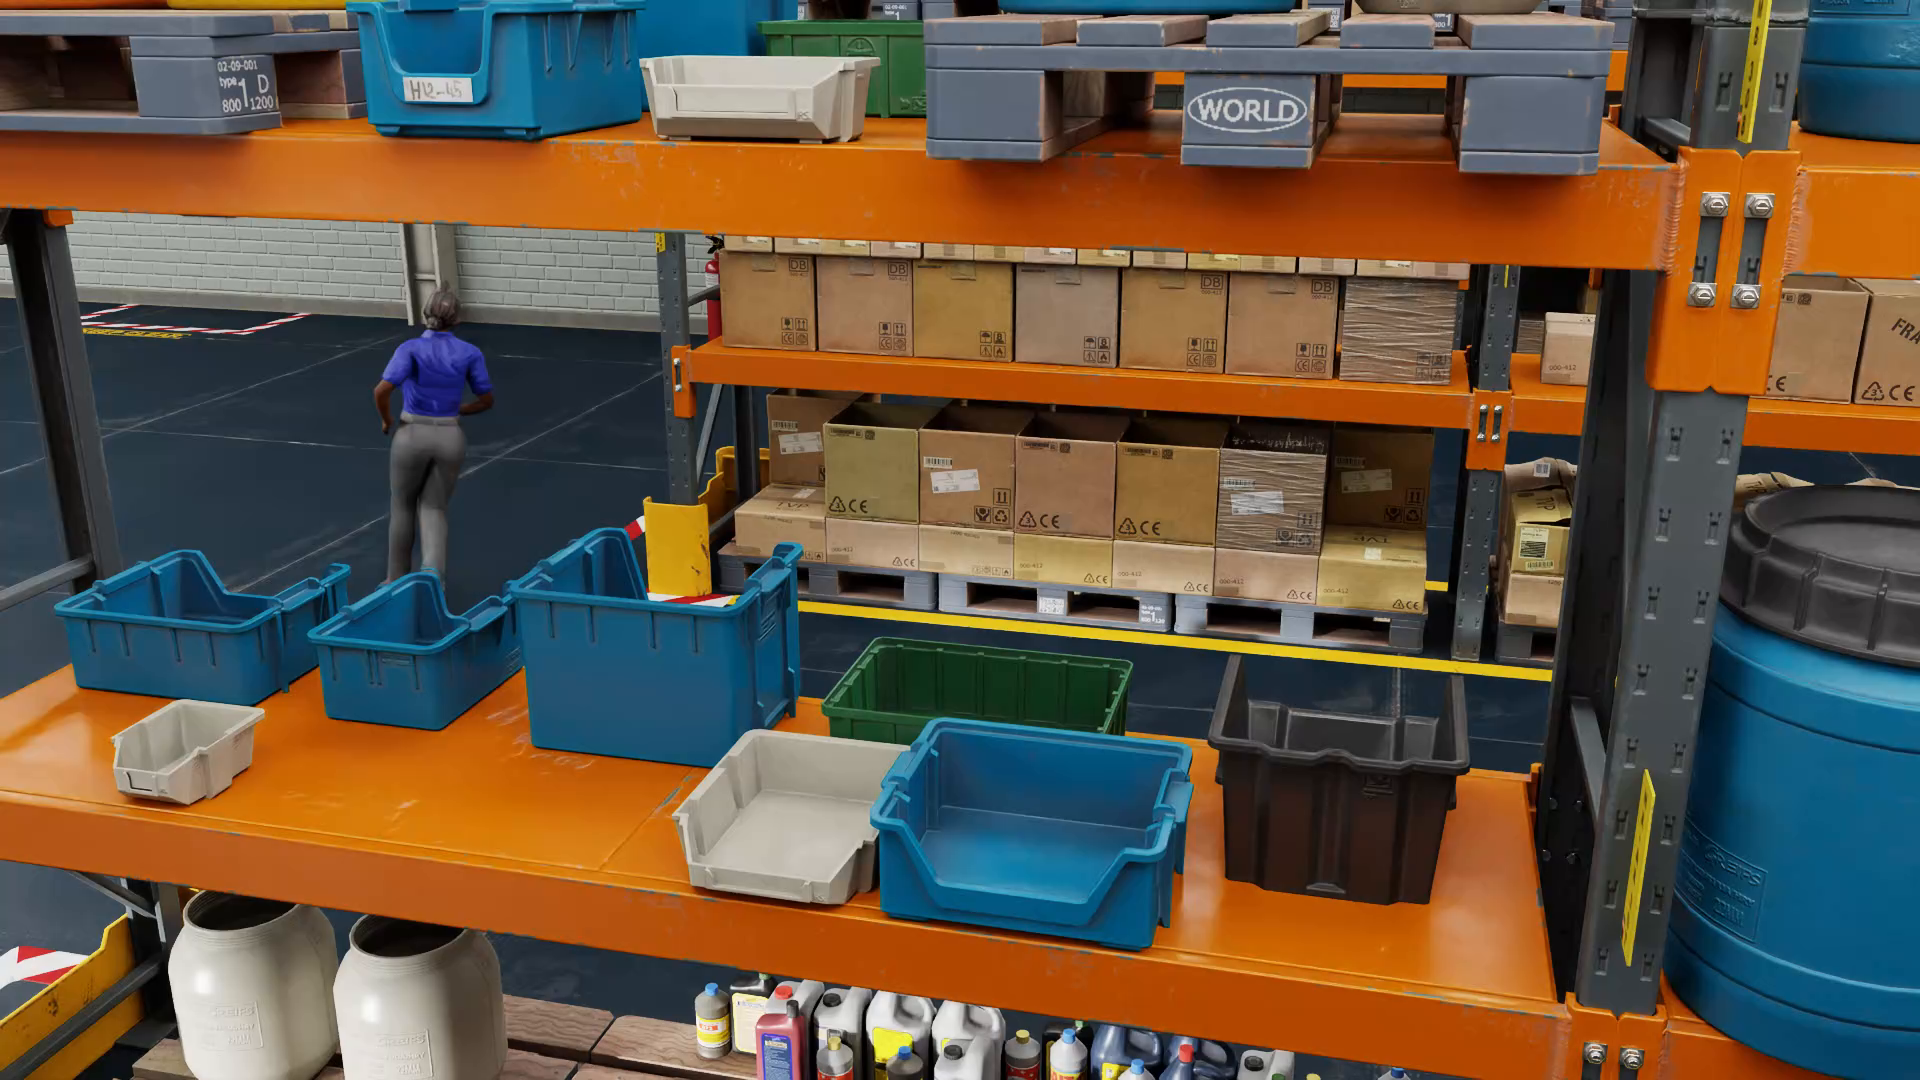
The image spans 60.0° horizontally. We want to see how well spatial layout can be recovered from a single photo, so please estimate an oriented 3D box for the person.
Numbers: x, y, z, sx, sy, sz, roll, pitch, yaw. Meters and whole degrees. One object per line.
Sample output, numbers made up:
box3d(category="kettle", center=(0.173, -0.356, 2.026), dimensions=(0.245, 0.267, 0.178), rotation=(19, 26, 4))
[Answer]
box3d(category="person", center=(-2.699, -0.472, 8.561), dimensions=(0.624, 1.628, 0.681), rotation=(-9, 20, -26))
